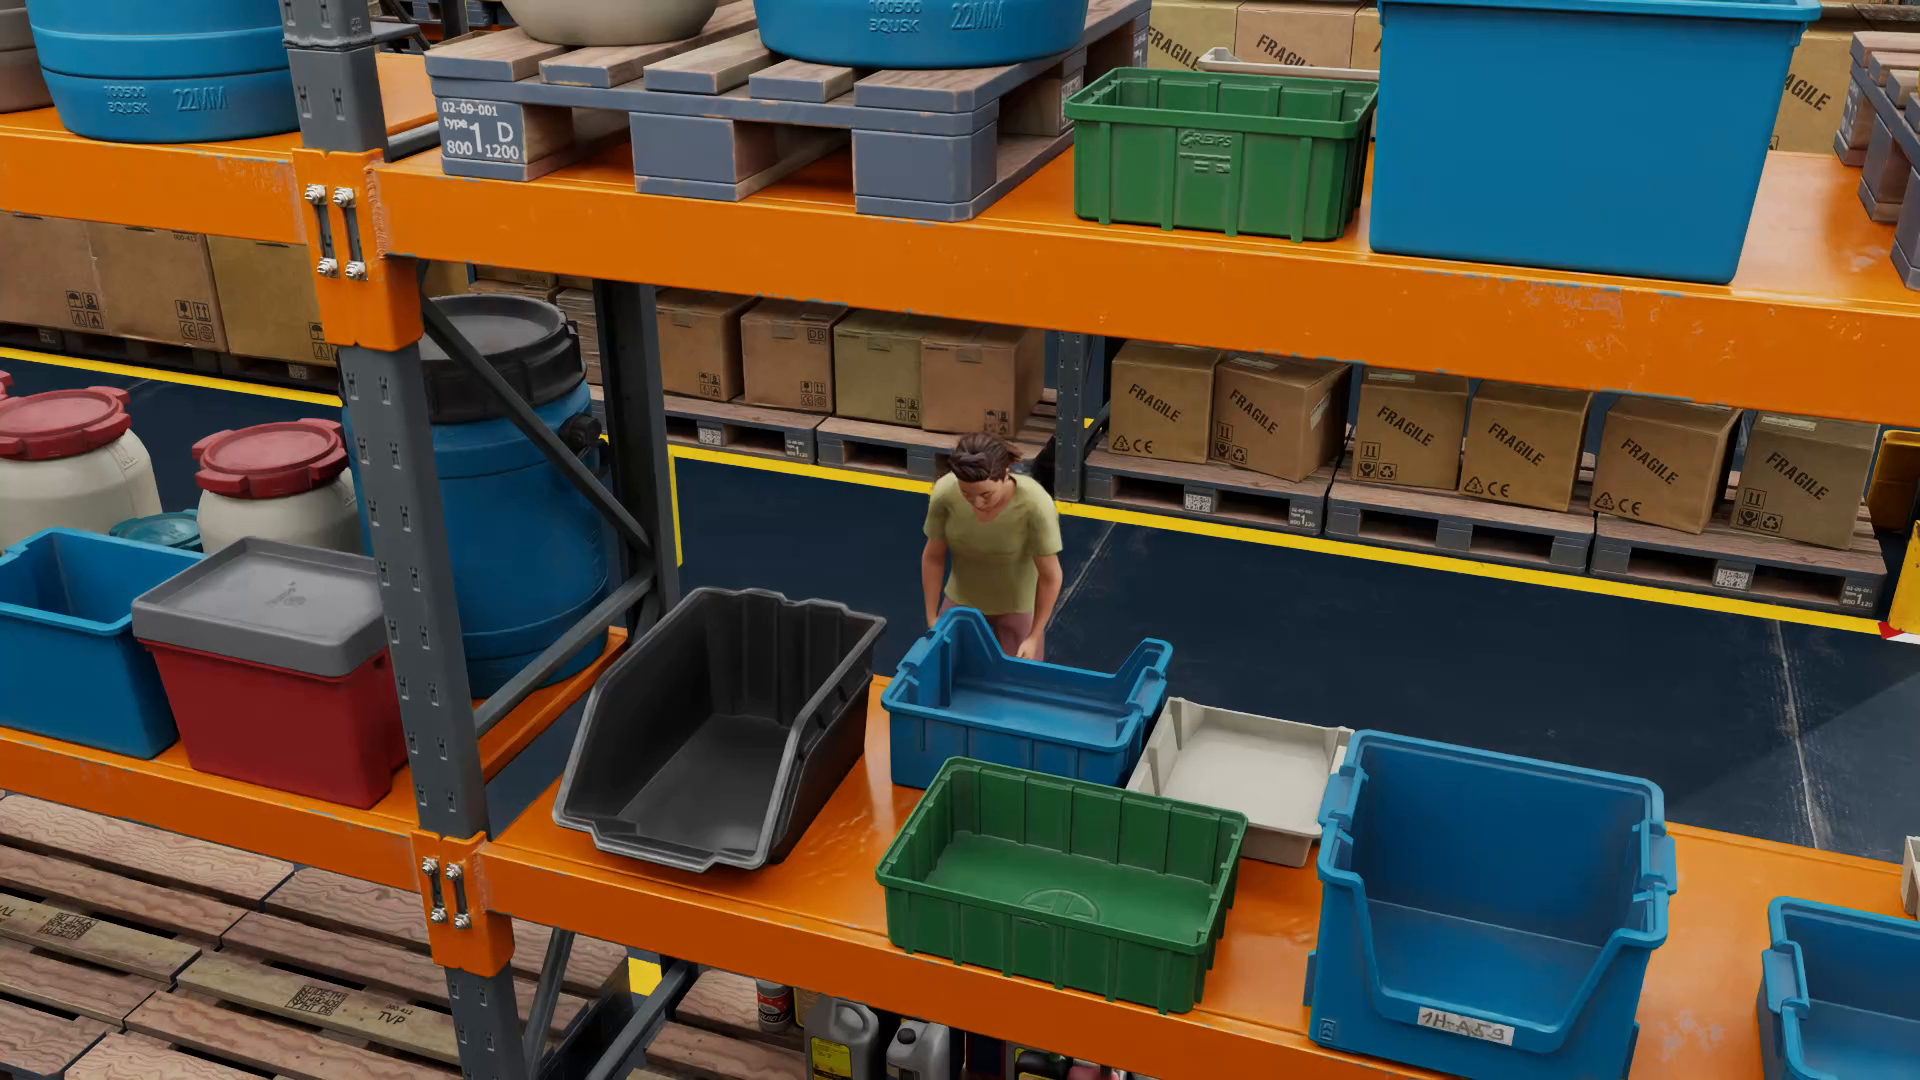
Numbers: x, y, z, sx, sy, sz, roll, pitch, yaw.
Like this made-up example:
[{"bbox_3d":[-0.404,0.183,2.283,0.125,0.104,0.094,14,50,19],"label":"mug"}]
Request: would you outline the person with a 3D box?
[{"bbox_3d":[0.113,0.279,5.731,0.498,1.515,0.532,9,27,18],"label":"person"}]
